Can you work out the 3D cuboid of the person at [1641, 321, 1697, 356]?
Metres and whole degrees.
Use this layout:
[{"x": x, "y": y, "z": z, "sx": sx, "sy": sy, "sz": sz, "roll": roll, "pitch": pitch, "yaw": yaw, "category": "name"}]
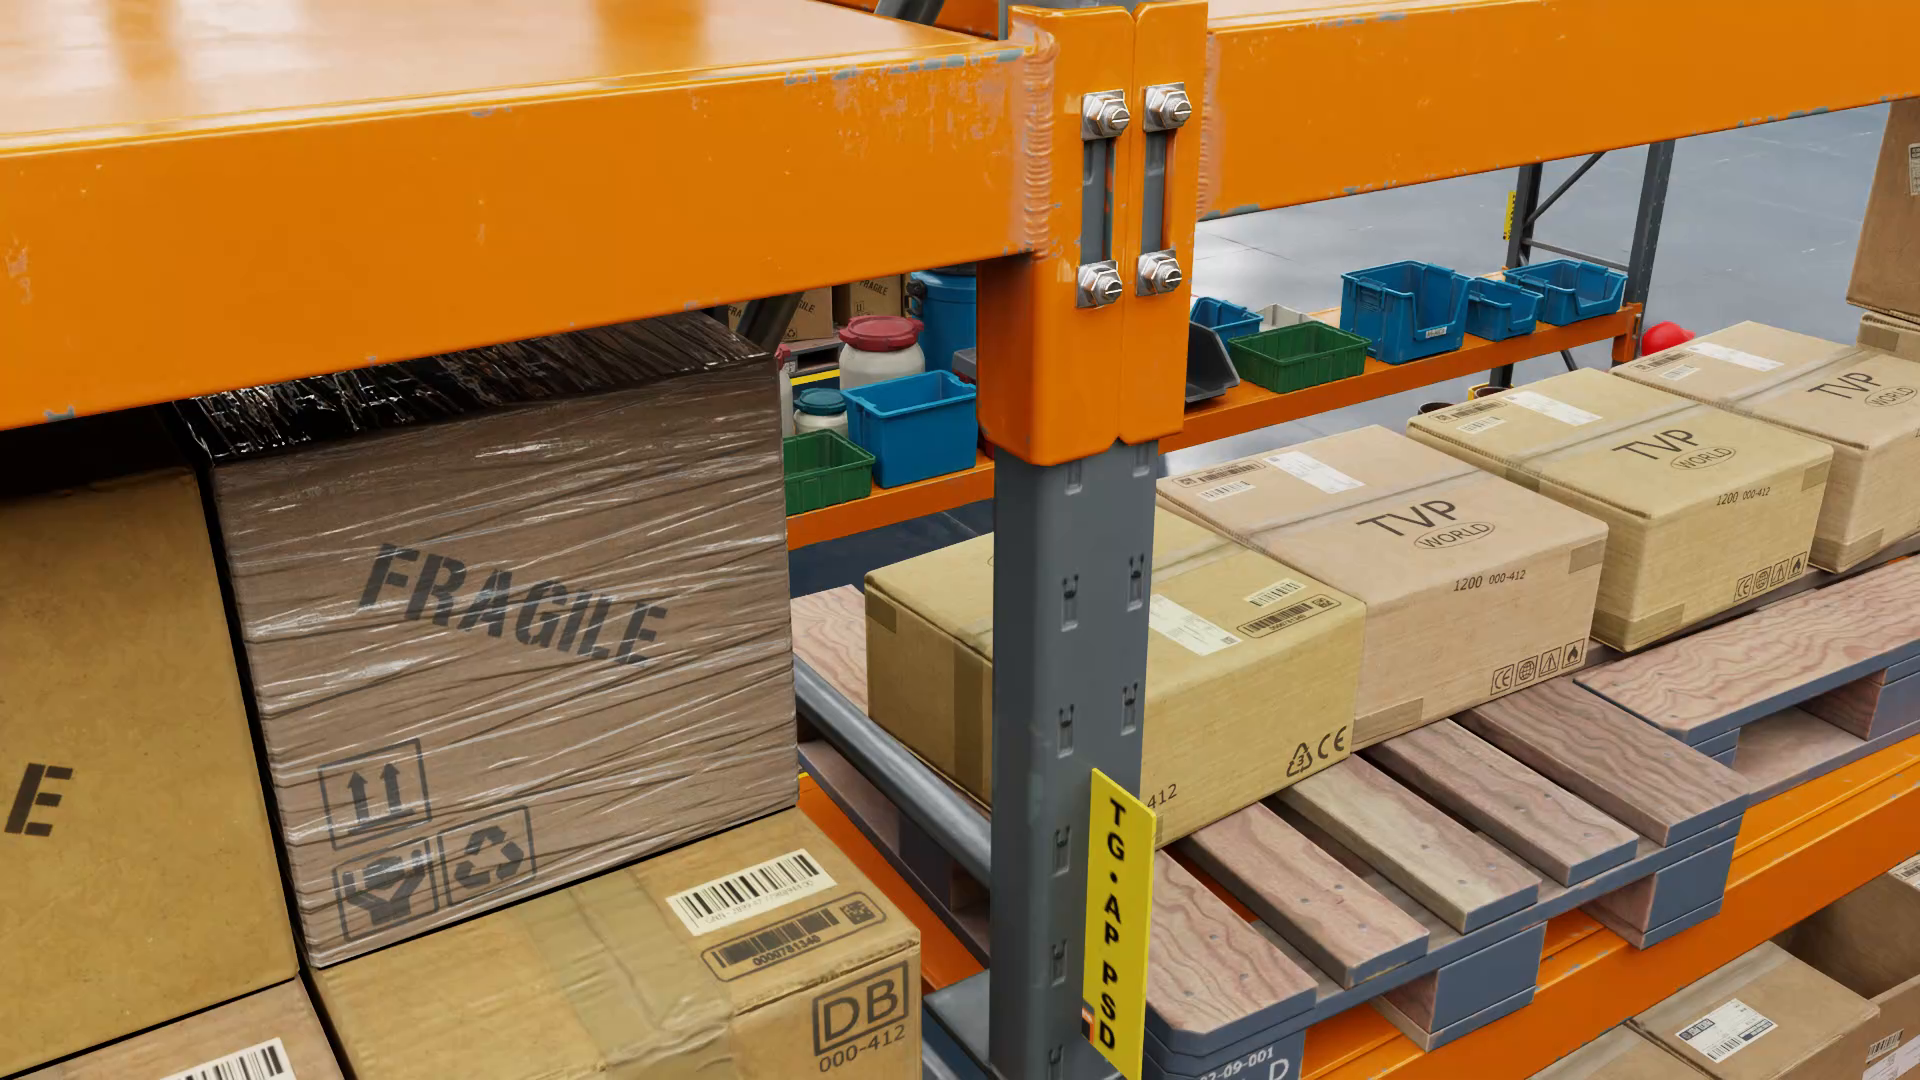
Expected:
[{"x": 3.673, "y": -0.346, "z": 8.797, "sx": 1.045, "sy": 1.729, "sz": 0.536, "roll": -15, "pitch": 29, "yaw": -29, "category": "person"}]
